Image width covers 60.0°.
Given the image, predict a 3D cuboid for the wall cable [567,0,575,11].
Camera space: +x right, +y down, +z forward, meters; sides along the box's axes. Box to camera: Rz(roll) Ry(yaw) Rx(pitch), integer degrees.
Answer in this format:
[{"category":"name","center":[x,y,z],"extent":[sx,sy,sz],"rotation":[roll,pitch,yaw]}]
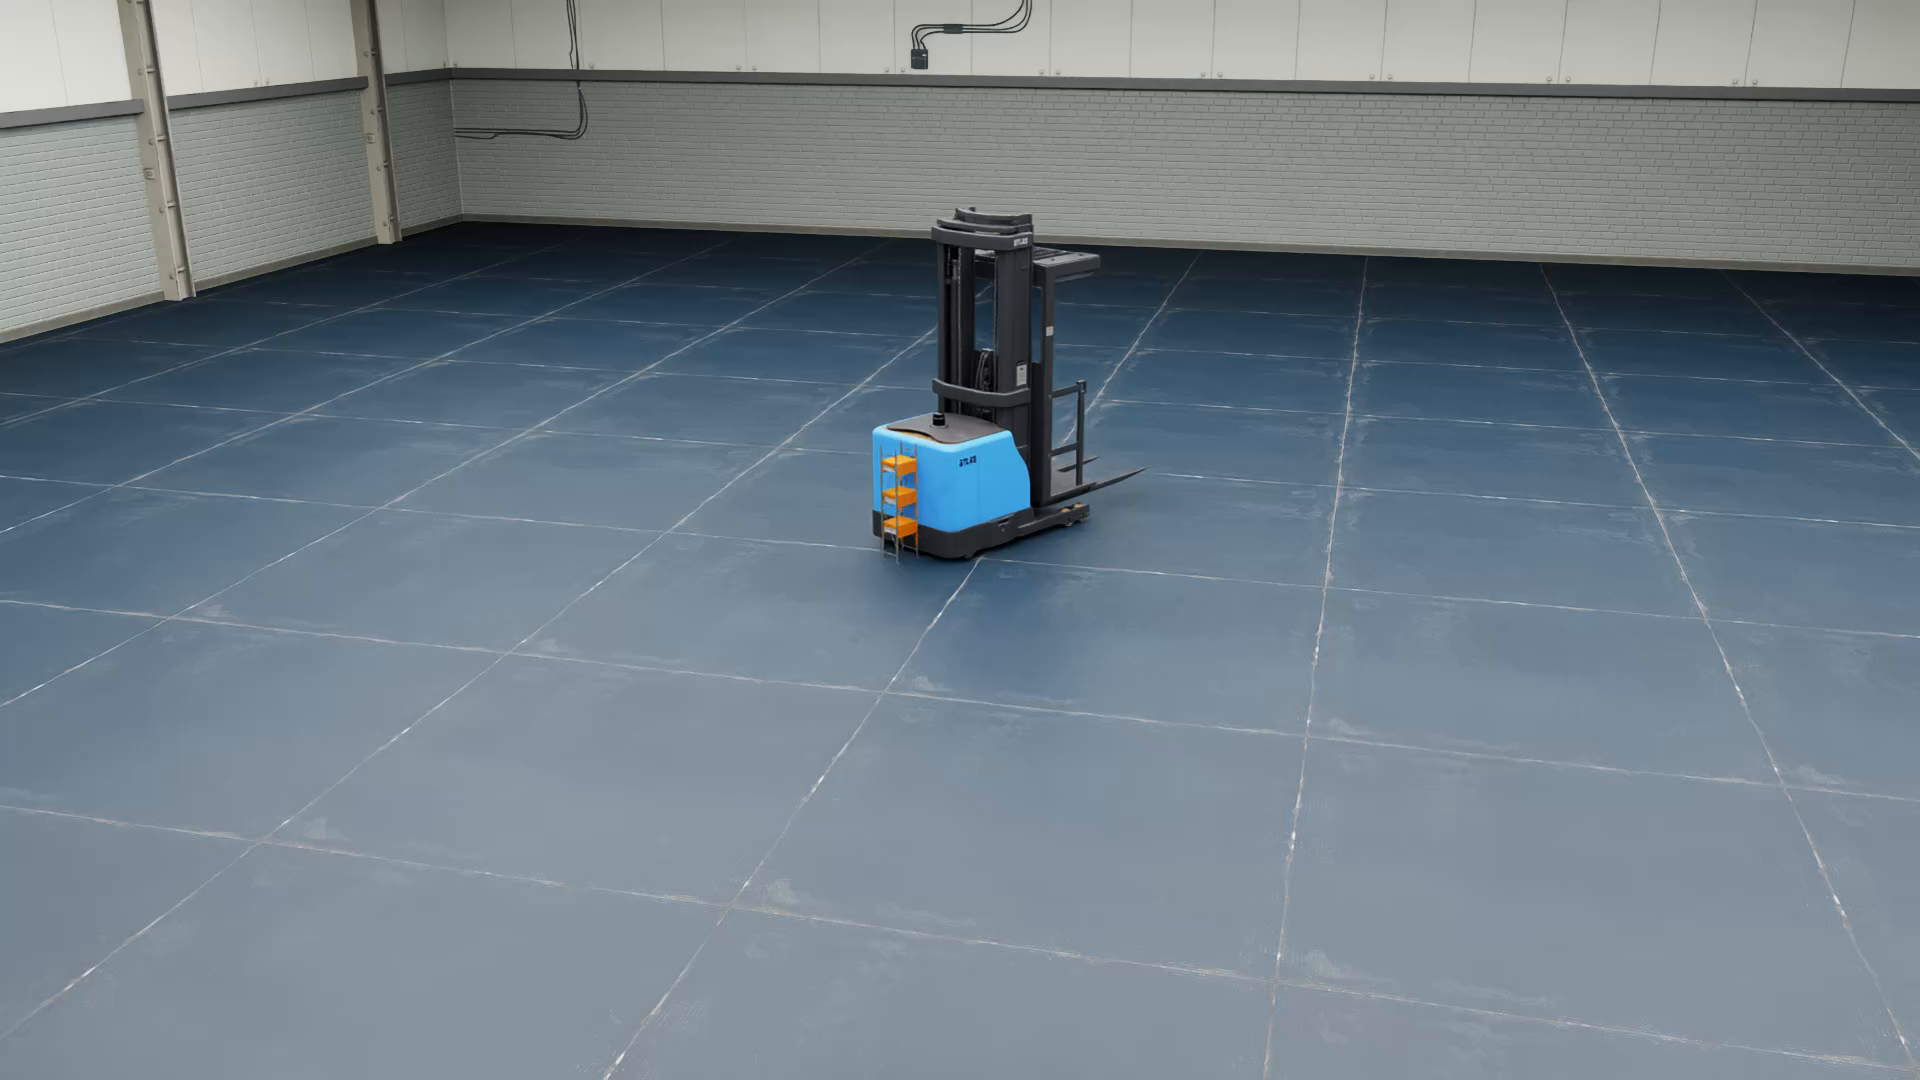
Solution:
[{"category":"wall cable","center":[-6.377,-11.532,32.080],"extent":[3.097,2.526,0.112],"rotation":[5,19,13]}]

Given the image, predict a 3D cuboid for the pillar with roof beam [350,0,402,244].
[{"category":"pillar with roof beam","center":[-6.828,-9.666,29.627],"extent":[9.100,9.000,0.400],"rotation":[5,19,13]}]

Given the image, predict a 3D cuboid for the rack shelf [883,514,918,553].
[{"category":"rack shelf","center":[-0.533,-0.061,14.698],"extent":[0.215,0.259,0.240],"rotation":[17,25,41]}]

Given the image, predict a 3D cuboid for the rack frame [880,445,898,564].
[{"category":"rack frame","center":[-0.617,-0.306,14.521],"extent":[0.200,1.050,0.008],"rotation":[17,25,41]}]

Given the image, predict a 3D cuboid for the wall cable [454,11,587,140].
[{"category":"wall cable","center":[-9.001,-9.355,33.522],"extent":[3.097,2.526,0.112],"rotation":[5,19,13]}]

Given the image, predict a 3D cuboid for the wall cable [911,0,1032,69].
[{"category":"wall cable","center":[0.201,-11.680,30.261],"extent":[2.305,6.003,0.169],"rotation":[5,19,13]}]

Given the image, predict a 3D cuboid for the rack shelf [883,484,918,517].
[{"category":"rack shelf","center":[-0.533,-0.324,14.608],"extent":[0.215,0.259,0.240],"rotation":[17,25,41]}]

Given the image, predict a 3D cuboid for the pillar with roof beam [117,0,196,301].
[{"category":"pillar with roof beam","center":[-8.294,-7.785,24.121],"extent":[9.100,9.000,0.400],"rotation":[5,19,13]}]

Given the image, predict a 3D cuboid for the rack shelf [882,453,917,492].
[{"category":"rack shelf","center":[-0.533,-0.593,14.516],"extent":[0.215,0.259,0.240],"rotation":[17,25,41]}]

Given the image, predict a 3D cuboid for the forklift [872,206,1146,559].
[{"category":"forklift","center":[0.581,-1.616,15.446],"extent":[1.130,2.935,3.031],"rotation":[17,25,41]}]

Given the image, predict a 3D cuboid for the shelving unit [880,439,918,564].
[{"category":"shelving unit","center":[-0.533,-0.334,14.605],"extent":[0.215,1.050,0.252],"rotation":[17,25,41]}]

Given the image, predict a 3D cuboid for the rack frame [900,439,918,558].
[{"category":"rack frame","center":[-0.449,-0.363,14.689],"extent":[0.200,1.050,0.008],"rotation":[17,25,41]}]
